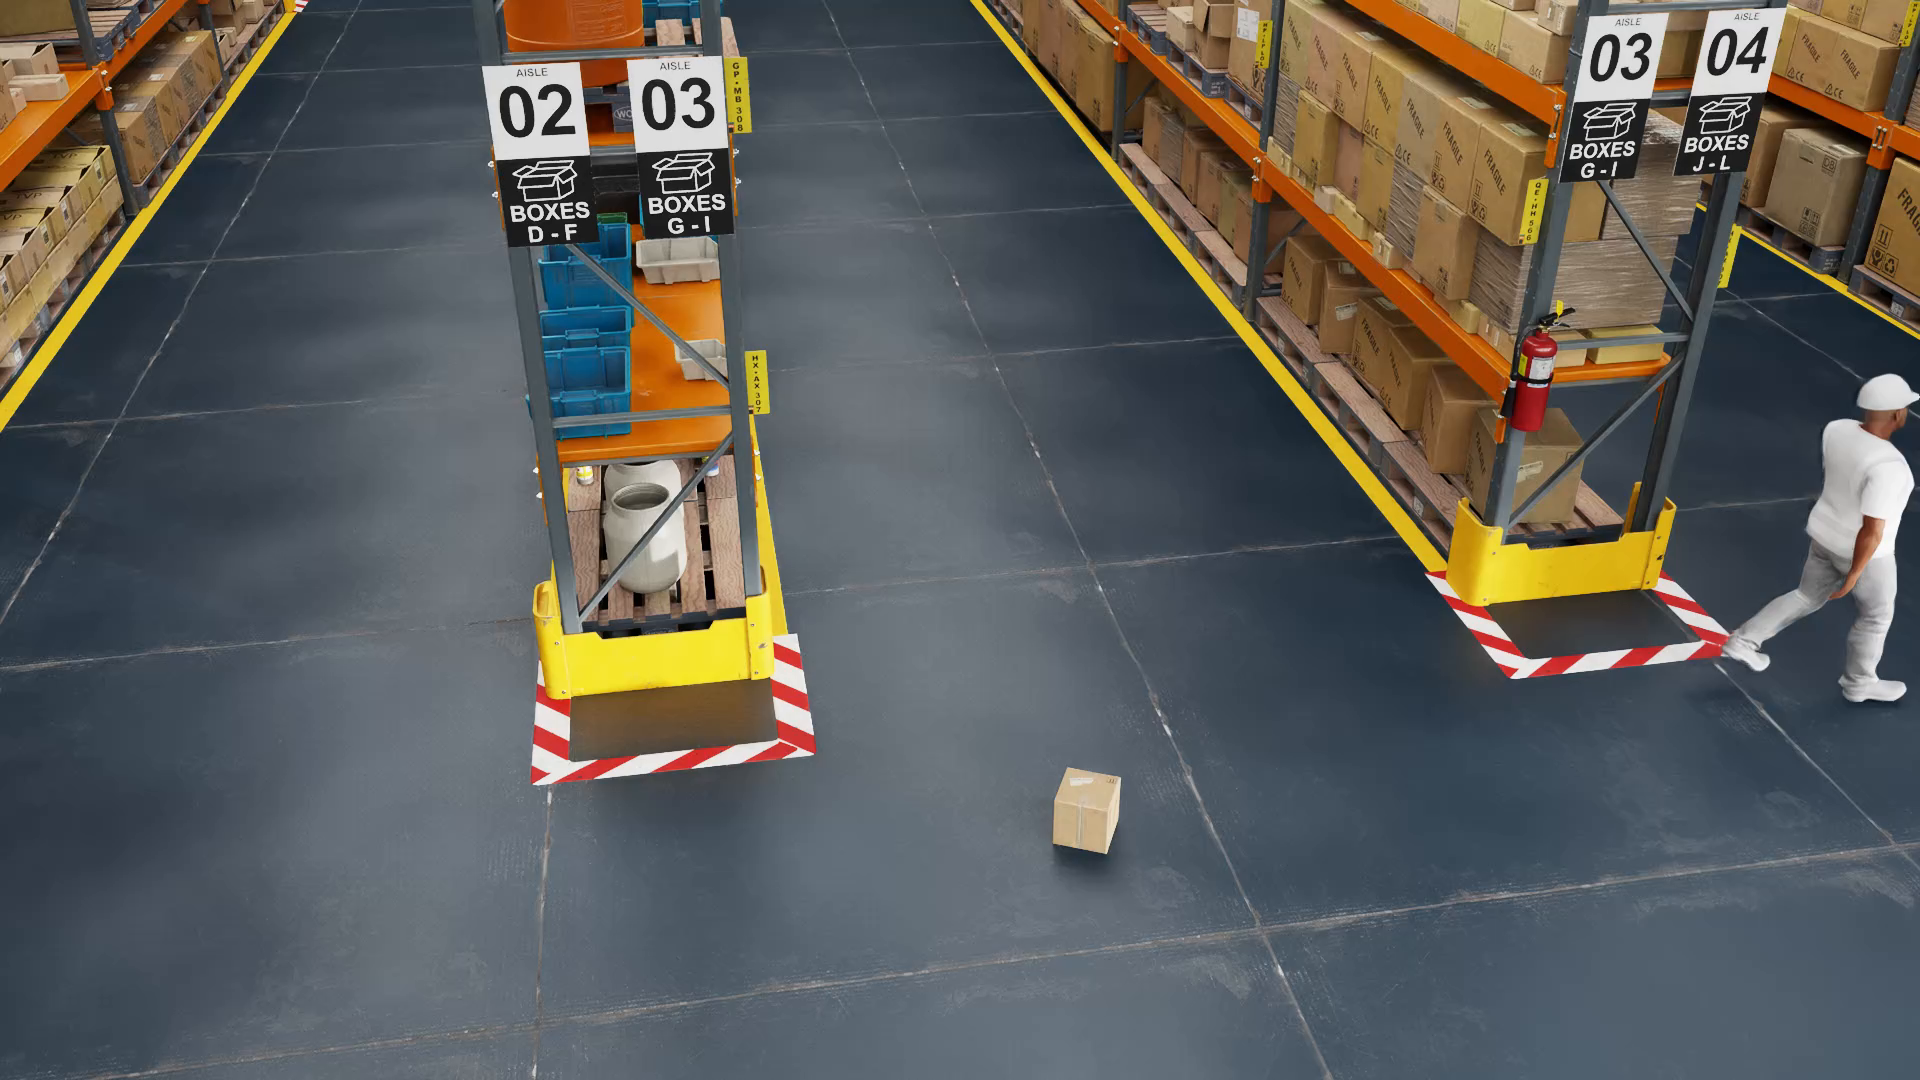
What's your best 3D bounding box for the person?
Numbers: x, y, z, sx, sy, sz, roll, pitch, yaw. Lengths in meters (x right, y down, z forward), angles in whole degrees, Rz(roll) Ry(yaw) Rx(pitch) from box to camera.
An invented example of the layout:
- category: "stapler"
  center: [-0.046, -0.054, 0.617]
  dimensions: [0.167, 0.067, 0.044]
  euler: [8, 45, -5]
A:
- category: "person"
  center: [4.330, -0.001, 8.130]
  dimensions: [0.904, 1.737, 0.580]
  euler: [-5, 31, -8]
